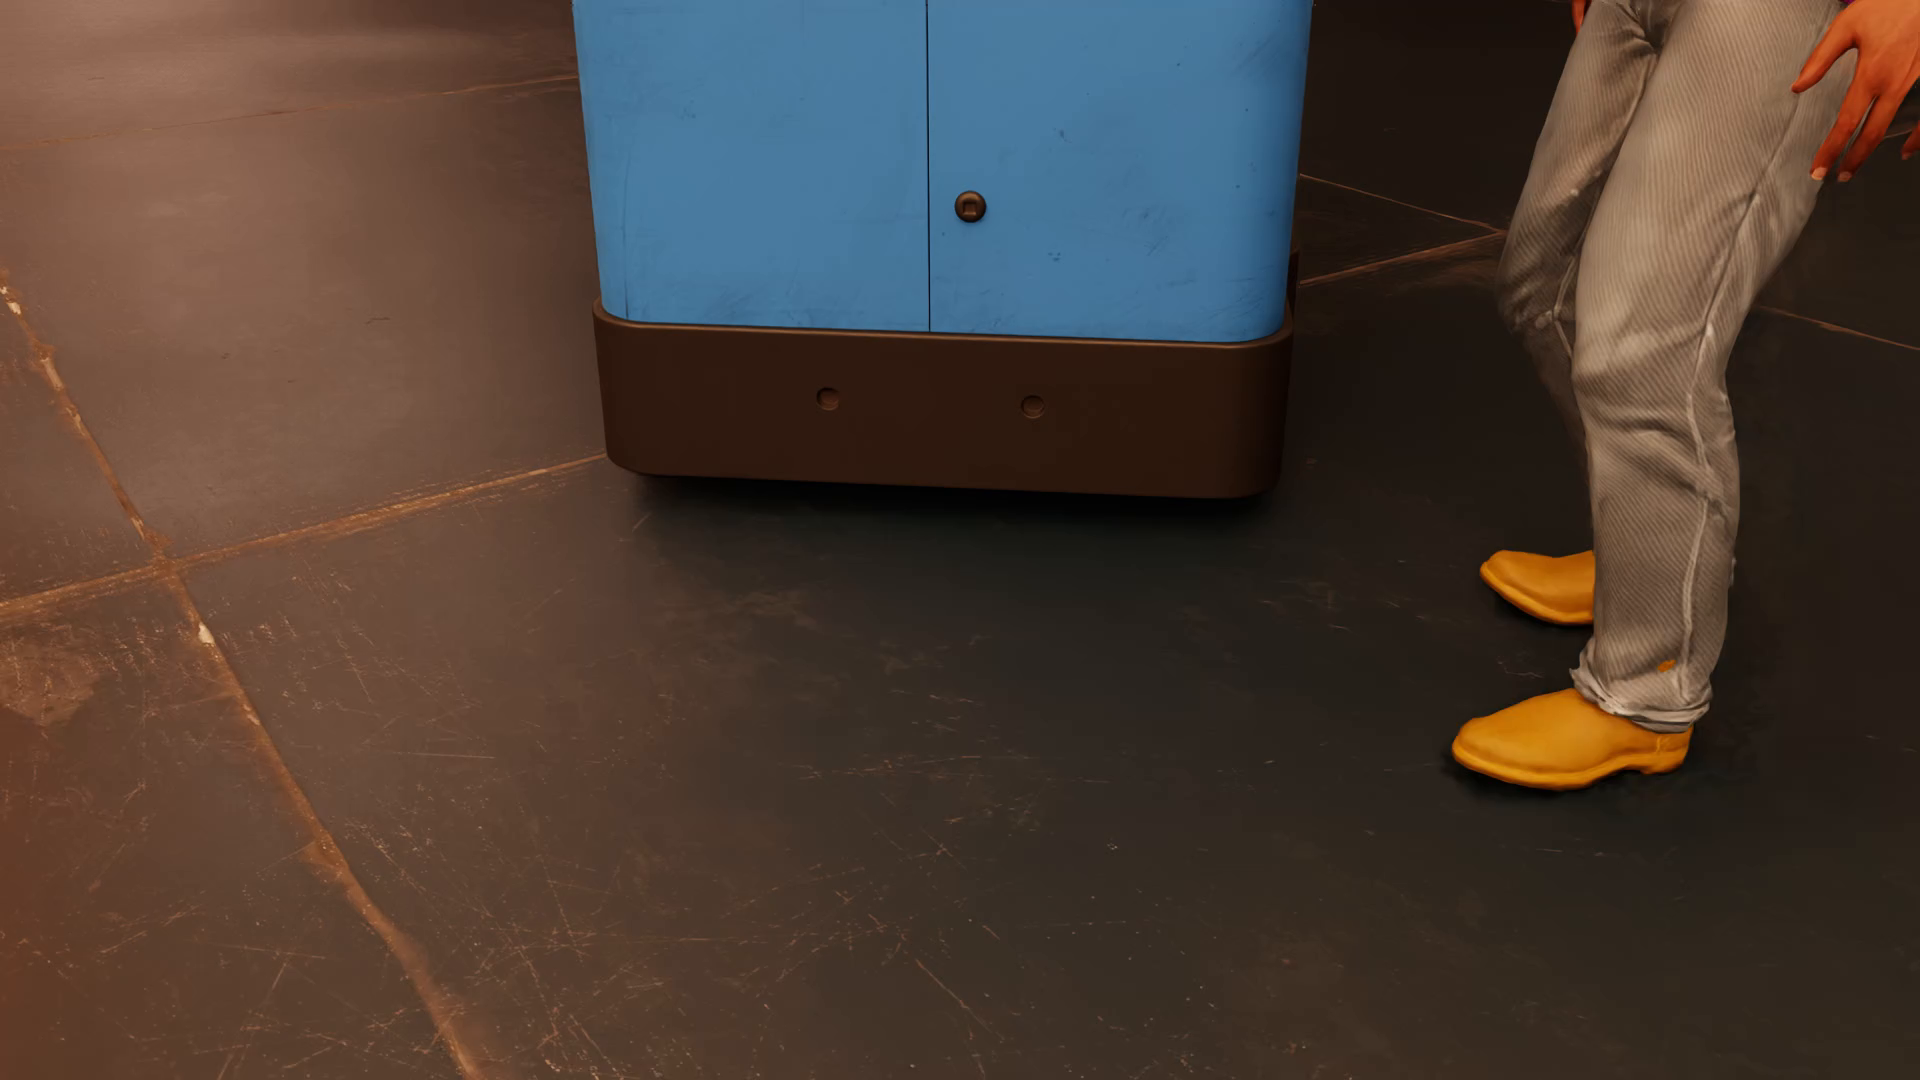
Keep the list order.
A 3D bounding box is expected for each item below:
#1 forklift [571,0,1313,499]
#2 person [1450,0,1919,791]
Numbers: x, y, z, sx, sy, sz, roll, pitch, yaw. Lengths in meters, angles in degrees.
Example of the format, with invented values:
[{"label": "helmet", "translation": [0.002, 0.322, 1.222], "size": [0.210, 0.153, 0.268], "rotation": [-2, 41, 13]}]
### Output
[{"label": "forklift", "translation": [0.112, -2.000, 3.218], "size": [1.130, 2.935, 3.031], "rotation": [3, 27, 5]}, {"label": "person", "translation": [0.815, -0.608, 1.809], "size": [0.476, 1.728, 0.875], "rotation": [0, 27, 1]}]
